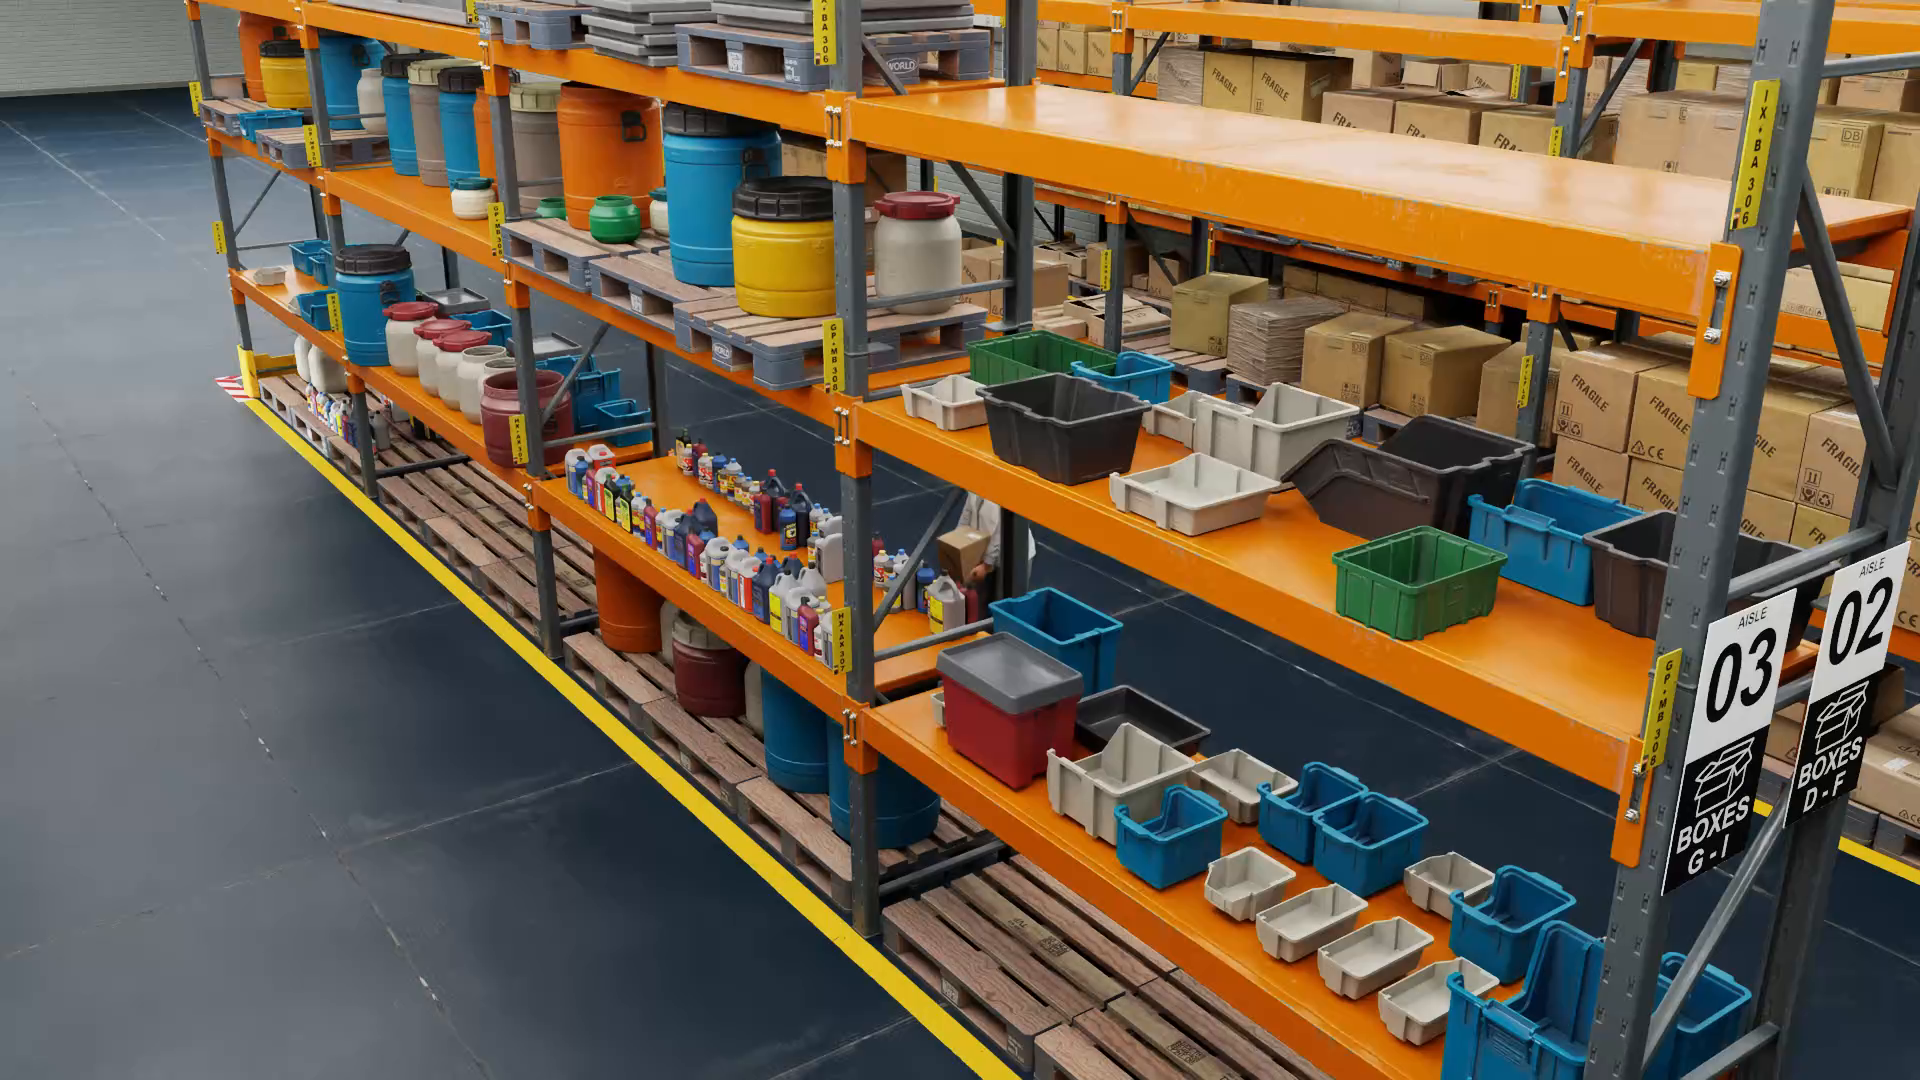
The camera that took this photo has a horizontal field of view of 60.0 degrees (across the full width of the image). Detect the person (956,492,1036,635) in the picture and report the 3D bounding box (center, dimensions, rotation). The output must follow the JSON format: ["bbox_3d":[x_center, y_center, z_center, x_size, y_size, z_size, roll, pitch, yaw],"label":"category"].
[{"bbox_3d":[0.201,0.133,10.717,0.563,1.770,0.493,-15,26,-34],"label":"person"}]
